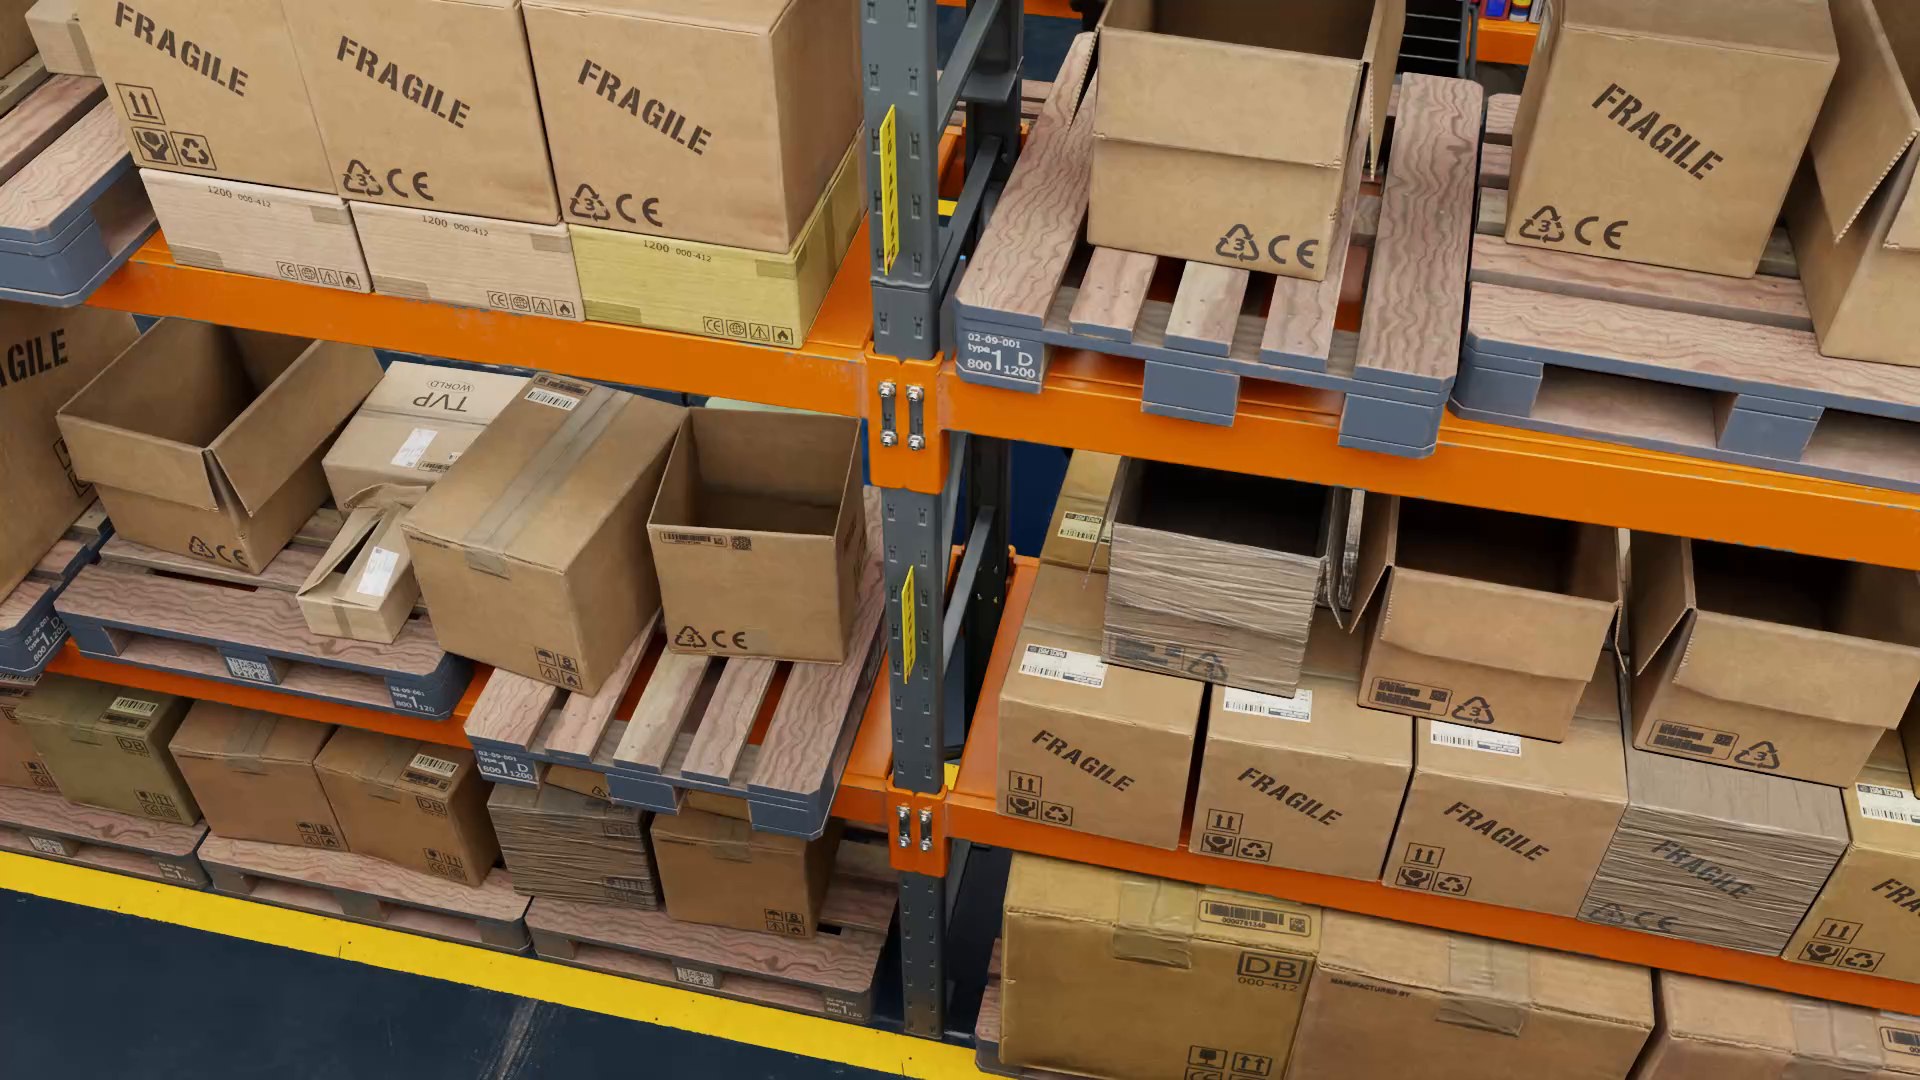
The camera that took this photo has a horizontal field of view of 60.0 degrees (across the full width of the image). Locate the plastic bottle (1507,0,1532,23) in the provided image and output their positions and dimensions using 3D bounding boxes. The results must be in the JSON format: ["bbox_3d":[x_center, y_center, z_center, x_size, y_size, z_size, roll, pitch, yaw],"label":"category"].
[{"bbox_3d":[2.653,-2.582,7.823,0.097,0.271,0.097,0,44,0],"label":"plastic bottle"}]

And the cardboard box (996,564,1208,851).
[{"bbox_3d":[0.401,0.449,4.508,0.500,0.500,0.500,10,45,10],"label":"cardboard box"}]

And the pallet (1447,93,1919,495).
[{"bbox_3d":[1.718,-0.556,3.598,1.213,0.211,1.003,11,45,11],"label":"pallet"}]

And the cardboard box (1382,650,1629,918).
[{"bbox_3d":[1.405,0.601,4.350,0.500,0.500,0.500,8,44,8],"label":"cardboard box"}]

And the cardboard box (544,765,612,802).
[{"bbox_3d":[-1.195,0.545,5.425,0.500,0.250,0.500,14,46,14],"label":"cardboard box"}]

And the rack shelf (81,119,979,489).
[{"bbox_3d":[-1.966,-0.897,4.334,4.000,0.370,1.077,9,45,9],"label":"rack shelf"}]

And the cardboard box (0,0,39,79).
[{"bbox_3d":[-2.561,-1.367,3.927,0.637,0.503,0.797,11,45,11],"label":"cardboard box"}]

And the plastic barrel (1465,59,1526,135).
[{"bbox_3d":[2.650,-2.173,8.741,0.708,0.588,0.600,9,45,9],"label":"plastic barrel"}]

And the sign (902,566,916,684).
[{"bbox_3d":[-0.124,0.208,4.053,0.005,0.325,0.100,9,45,9],"label":"sign"}]

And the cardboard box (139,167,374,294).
[{"bbox_3d":[-1.508,-0.849,3.874,0.500,0.250,0.500,10,45,10],"label":"cardboard box"}]

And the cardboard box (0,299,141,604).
[{"bbox_3d":[-3.173,-0.530,4.863,1.000,1.000,1.000,9,45,9],"label":"cardboard box"}]

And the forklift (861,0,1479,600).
[{"bbox_3d":[1.158,-0.921,6.053,3.031,2.935,1.130,10,45,10],"label":"forklift"}]

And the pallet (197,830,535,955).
[{"bbox_3d":[-1.964,0.927,6.095,1.213,0.211,1.003,9,45,9],"label":"pallet"}]

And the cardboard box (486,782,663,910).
[{"bbox_3d":[-1.217,0.807,5.694,0.500,0.500,0.700,5,44,6],"label":"cardboard box"}]

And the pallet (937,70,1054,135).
[{"bbox_3d":[0.320,-2.263,9.409,1.213,0.211,1.003,9,45,9],"label":"pallet"}]

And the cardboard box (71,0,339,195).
[{"bbox_3d":[-1.517,-1.128,3.623,0.500,0.500,0.500,10,45,10],"label":"cardboard box"}]

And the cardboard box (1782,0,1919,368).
[{"bbox_3d":[1.984,-0.747,3.282,0.637,0.503,0.797,8,45,8],"label":"cardboard box"}]

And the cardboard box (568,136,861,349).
[{"bbox_3d":[-0.532,-0.705,3.725,0.500,0.250,0.500,9,45,9],"label":"cardboard box"}]

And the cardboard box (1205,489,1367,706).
[{"bbox_3d":[1.007,0.178,4.790,0.500,0.500,0.500,8,45,9],"label":"cardboard box"}]

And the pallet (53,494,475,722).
[{"bbox_3d":[-1.955,0.025,5.160,1.213,0.211,1.003,9,45,9],"label":"pallet"}]

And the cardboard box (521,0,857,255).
[{"bbox_3d":[-0.535,-0.972,3.461,0.500,0.500,0.500,10,45,10],"label":"cardboard box"}]

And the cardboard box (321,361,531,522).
[{"bbox_3d":[-1.600,-0.279,5.142,0.500,0.250,0.500,8,44,8],"label":"cardboard box"}]

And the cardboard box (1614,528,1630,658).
[{"bbox_3d":[2.010,0.332,4.630,0.500,0.500,0.500,10,45,10],"label":"cardboard box"}]

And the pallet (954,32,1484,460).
[{"bbox_3d":[0.626,-0.723,3.772,1.003,0.211,1.213,11,45,11],"label":"pallet"}]

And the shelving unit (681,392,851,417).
[{"bbox_3d":[-0.718,-0.668,6.823,0.755,1.500,0.431,10,45,10],"label":"shelving unit"}]

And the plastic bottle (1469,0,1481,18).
[{"bbox_3d":[2.428,-2.617,7.859,0.097,0.271,0.097,0,44,0],"label":"plastic bottle"}]

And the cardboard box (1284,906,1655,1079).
[{"bbox_3d":[1.523,1.101,5.133,0.875,0.875,1.225,9,45,9],"label":"cardboard box"}]

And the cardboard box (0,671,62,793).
[{"bbox_3d":[-3.323,0.472,6.042,0.500,0.500,0.700,6,44,6],"label":"cardboard box"}]

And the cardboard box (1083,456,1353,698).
[{"bbox_3d":[0.696,-0.048,4.301,0.637,0.503,0.797,10,45,10],"label":"cardboard box"}]

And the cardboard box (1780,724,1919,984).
[{"bbox_3d":[2.380,0.757,4.188,0.500,0.500,0.500,8,45,9],"label":"cardboard box"}]

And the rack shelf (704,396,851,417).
[{"bbox_3d":[-0.718,-0.433,7.049,0.720,0.370,0.431,10,45,10],"label":"rack shelf"}]

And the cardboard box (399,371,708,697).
[{"bbox_3d":[-1.117,-0.031,4.704,0.500,0.500,0.700,15,46,15],"label":"cardboard box"}]

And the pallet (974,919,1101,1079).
[{"bbox_3d":[0.739,1.403,5.600,1.213,0.211,1.003,9,45,9],"label":"pallet"}]

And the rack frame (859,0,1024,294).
[{"bbox_3d":[-0.014,-1.934,2.730,0.127,3.000,1.000,9,45,9],"label":"rack frame"}]

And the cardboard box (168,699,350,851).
[{"bbox_3d":[-2.316,0.641,5.866,0.500,0.500,0.700,5,44,5],"label":"cardboard box"}]

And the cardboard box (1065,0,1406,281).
[{"bbox_3d":[0.597,-0.998,3.543,0.637,0.503,0.797,11,45,11],"label":"cardboard box"}]

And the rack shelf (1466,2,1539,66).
[{"bbox_3d":[3.019,-2.562,8.228,4.000,0.370,1.077,9,45,9],"label":"rack shelf"}]

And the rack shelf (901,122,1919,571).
[{"bbox_3d":[1.937,-0.291,3.705,4.000,0.370,1.077,9,45,9],"label":"rack shelf"}]

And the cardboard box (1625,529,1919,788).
[{"bbox_3d":[1.987,0.150,4.096,0.637,0.503,0.797,10,45,10],"label":"cardboard box"}]
